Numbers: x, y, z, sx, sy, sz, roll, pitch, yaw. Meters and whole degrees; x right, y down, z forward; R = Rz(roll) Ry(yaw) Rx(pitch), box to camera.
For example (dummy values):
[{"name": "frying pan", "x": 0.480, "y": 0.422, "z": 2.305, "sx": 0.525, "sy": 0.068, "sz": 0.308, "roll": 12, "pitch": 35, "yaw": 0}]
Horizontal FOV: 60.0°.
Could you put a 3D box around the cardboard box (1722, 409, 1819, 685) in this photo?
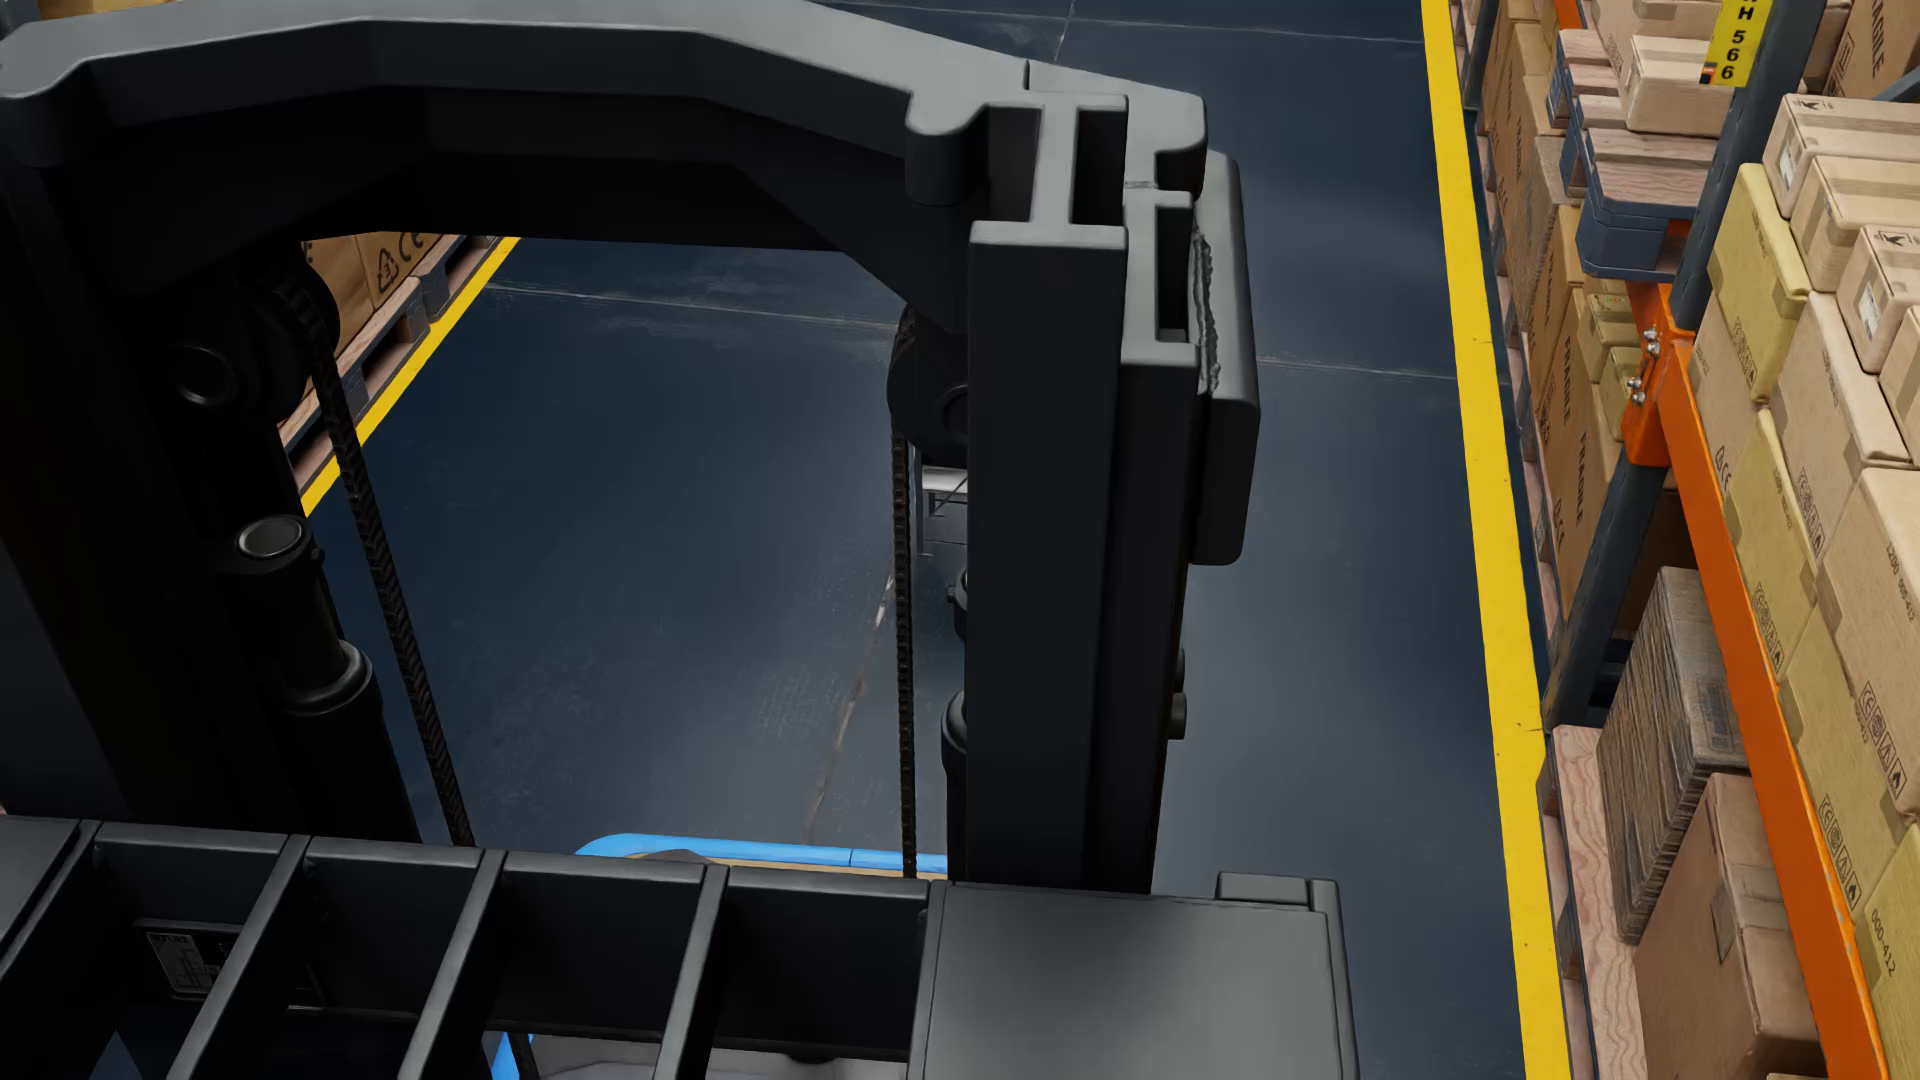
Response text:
[{"name": "cardboard box", "x": 1.708, "y": 0.027, "z": 2.980, "sx": 0.500, "sy": 0.250, "sz": 0.500, "roll": 6, "pitch": 40, "yaw": 7}]

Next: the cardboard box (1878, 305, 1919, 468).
[{"name": "cardboard box", "x": 1.675, "y": -0.221, "z": 2.575, "sx": 0.380, "sy": 0.149, "sz": 0.250, "roll": 7, "pitch": 40, "yaw": 8}]

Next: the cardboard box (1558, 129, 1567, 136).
[{"name": "cardboard box", "x": 2.321, "y": -1.534, "z": 5.874, "sx": 0.380, "sy": 0.149, "sz": 0.250, "roll": 8, "pitch": 40, "yaw": 9}]

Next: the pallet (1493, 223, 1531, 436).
[{"name": "pallet", "x": 2.497, "y": -0.750, "z": 5.992, "sx": 1.003, "sy": 0.211, "sz": 1.213, "roll": 6, "pitch": 40, "yaw": 8}]

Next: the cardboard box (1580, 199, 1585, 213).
[{"name": "cardboard box", "x": 2.192, "y": -1.036, "z": 5.272, "sx": 0.380, "sy": 0.149, "sz": 0.250, "roll": 6, "pitch": 40, "yaw": 7}]

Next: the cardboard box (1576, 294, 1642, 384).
[{"name": "cardboard box", "x": 1.970, "y": -0.558, "z": 4.694, "sx": 0.380, "sy": 0.149, "sz": 0.250, "roll": 4, "pitch": 40, "yaw": 5}]

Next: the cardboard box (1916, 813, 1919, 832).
[{"name": "cardboard box", "x": 1.540, "y": 0.484, "z": 2.036, "sx": 0.500, "sy": 0.250, "sz": 0.500, "roll": 7, "pitch": 40, "yaw": 8}]

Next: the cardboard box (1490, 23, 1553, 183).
[{"name": "cardboard box", "x": 2.421, "y": -1.692, "z": 6.574, "sx": 0.500, "sy": 0.500, "sz": 0.500, "roll": 6, "pitch": 40, "yaw": 7}]

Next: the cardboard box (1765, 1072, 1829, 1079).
[{"name": "cardboard box", "x": 1.774, "y": 1.380, "z": 2.761, "sx": 0.875, "sy": 0.625, "sz": 0.625, "roll": 5, "pitch": 40, "yaw": 6}]

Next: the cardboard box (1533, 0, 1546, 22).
[{"name": "cardboard box", "x": 2.513, "y": -2.178, "z": 6.653, "sx": 0.380, "sy": 0.149, "sz": 0.250, "roll": 5, "pitch": 40, "yaw": 6}]

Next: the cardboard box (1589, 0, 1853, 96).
[{"name": "cardboard box", "x": 1.981, "y": -1.399, "z": 4.376, "sx": 0.500, "sy": 0.250, "sz": 0.500, "roll": 5, "pitch": 40, "yaw": 6}]

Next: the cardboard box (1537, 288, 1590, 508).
[{"name": "cardboard box", "x": 2.075, "y": -0.397, "z": 5.009, "sx": 0.500, "sy": 0.500, "sz": 0.500, "roll": 6, "pitch": 40, "yaw": 7}]

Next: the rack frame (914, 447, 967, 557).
[{"name": "rack frame", "x": -0.016, "y": -0.288, "z": 4.892, "sx": 0.240, "sy": 0.900, "sz": 0.006, "roll": 6, "pitch": 40, "yaw": 8}]

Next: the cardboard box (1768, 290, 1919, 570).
[{"name": "cardboard box", "x": 1.712, "y": -0.166, "z": 2.822, "sx": 0.500, "sy": 0.250, "sz": 0.500, "roll": 8, "pitch": 40, "yaw": 9}]

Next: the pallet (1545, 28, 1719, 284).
[{"name": "pallet", "x": 2.165, "y": -0.956, "z": 4.203, "sx": 1.213, "sy": 0.211, "sz": 1.003, "roll": 6, "pitch": 40, "yaw": 8}]

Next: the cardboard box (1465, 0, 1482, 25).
[{"name": "cardboard box", "x": 2.616, "y": -2.552, "z": 7.891, "sx": 0.380, "sy": 0.149, "sz": 0.250, "roll": 5, "pitch": 40, "yaw": 6}]

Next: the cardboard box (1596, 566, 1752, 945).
[{"name": "cardboard box", "x": 1.996, "y": 0.546, "z": 3.769, "sx": 0.875, "sy": 0.625, "sz": 0.625, "roll": 8, "pitch": 40, "yaw": 9}]

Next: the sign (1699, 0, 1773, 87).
[{"name": "sign", "x": 1.581, "y": -1.067, "z": 3.339, "sx": 0.100, "sy": 0.325, "sz": 0.005, "roll": 6, "pitch": 40, "yaw": 8}]

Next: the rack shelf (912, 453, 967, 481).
[{"name": "rack shelf", "x": 0.001, "y": -0.257, "z": 5.048, "sx": 0.258, "sy": 0.077, "sz": 0.200, "roll": 6, "pitch": 40, "yaw": 8}]

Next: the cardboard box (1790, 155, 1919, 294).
[{"name": "cardboard box", "x": 1.727, "y": -0.550, "z": 2.974, "sx": 0.380, "sy": 0.149, "sz": 0.250, "roll": 7, "pitch": 40, "yaw": 9}]

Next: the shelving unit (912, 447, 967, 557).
[{"name": "shelving unit", "x": 0.001, "y": -0.352, "z": 4.969, "sx": 0.258, "sy": 0.900, "sz": 0.210, "roll": 6, "pitch": 40, "yaw": 8}]

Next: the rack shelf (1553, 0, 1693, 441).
[{"name": "rack shelf", "x": 2.463, "y": -1.575, "z": 5.365, "sx": 1.077, "sy": 0.370, "sz": 4.000, "roll": 6, "pitch": 40, "yaw": 8}]

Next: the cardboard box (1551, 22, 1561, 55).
[{"name": "cardboard box", "x": 2.446, "y": -1.842, "z": 6.247, "sx": 0.380, "sy": 0.149, "sz": 0.250, "roll": 6, "pitch": 40, "yaw": 7}]

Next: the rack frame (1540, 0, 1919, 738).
[{"name": "rack frame", "x": 2.117, "y": -0.597, "z": 3.618, "sx": 1.000, "sy": 3.000, "sz": 0.127, "roll": 6, "pitch": 40, "yaw": 8}]

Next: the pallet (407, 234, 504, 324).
[{"name": "pallet", "x": -2.348, "y": -1.317, "z": 6.677, "sx": 1.003, "sy": 0.211, "sz": 1.213, "roll": 6, "pitch": 40, "yaw": 8}]

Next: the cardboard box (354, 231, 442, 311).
[{"name": "cardboard box", "x": -2.413, "y": -1.469, "z": 6.010, "sx": 0.875, "sy": 0.875, "sz": 0.875, "roll": 7, "pitch": 40, "yaw": 8}]

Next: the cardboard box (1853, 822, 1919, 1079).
[{"name": "cardboard box", "x": 1.534, "y": 0.677, "z": 2.195, "sx": 0.500, "sy": 0.250, "sz": 0.500, "roll": 8, "pitch": 40, "yaw": 9}]

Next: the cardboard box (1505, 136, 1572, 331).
[{"name": "cardboard box", "x": 2.235, "y": -1.054, "z": 5.803, "sx": 0.500, "sy": 0.500, "sz": 0.500, "roll": 5, "pitch": 40, "yaw": 6}]

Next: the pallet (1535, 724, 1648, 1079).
[{"name": "pallet", "x": 1.936, "y": 0.990, "z": 3.887, "sx": 1.003, "sy": 0.211, "sz": 1.213, "roll": 6, "pitch": 40, "yaw": 8}]

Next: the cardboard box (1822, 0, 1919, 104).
[{"name": "cardboard box", "x": 2.360, "y": -1.103, "z": 3.822, "sx": 0.500, "sy": 0.500, "sz": 0.500, "roll": 8, "pitch": 40, "yaw": 10}]

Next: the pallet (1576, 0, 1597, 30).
[{"name": "pallet", "x": 2.449, "y": -1.744, "z": 5.156, "sx": 1.003, "sy": 0.211, "sz": 1.213, "roll": 6, "pitch": 40, "yaw": 8}]
